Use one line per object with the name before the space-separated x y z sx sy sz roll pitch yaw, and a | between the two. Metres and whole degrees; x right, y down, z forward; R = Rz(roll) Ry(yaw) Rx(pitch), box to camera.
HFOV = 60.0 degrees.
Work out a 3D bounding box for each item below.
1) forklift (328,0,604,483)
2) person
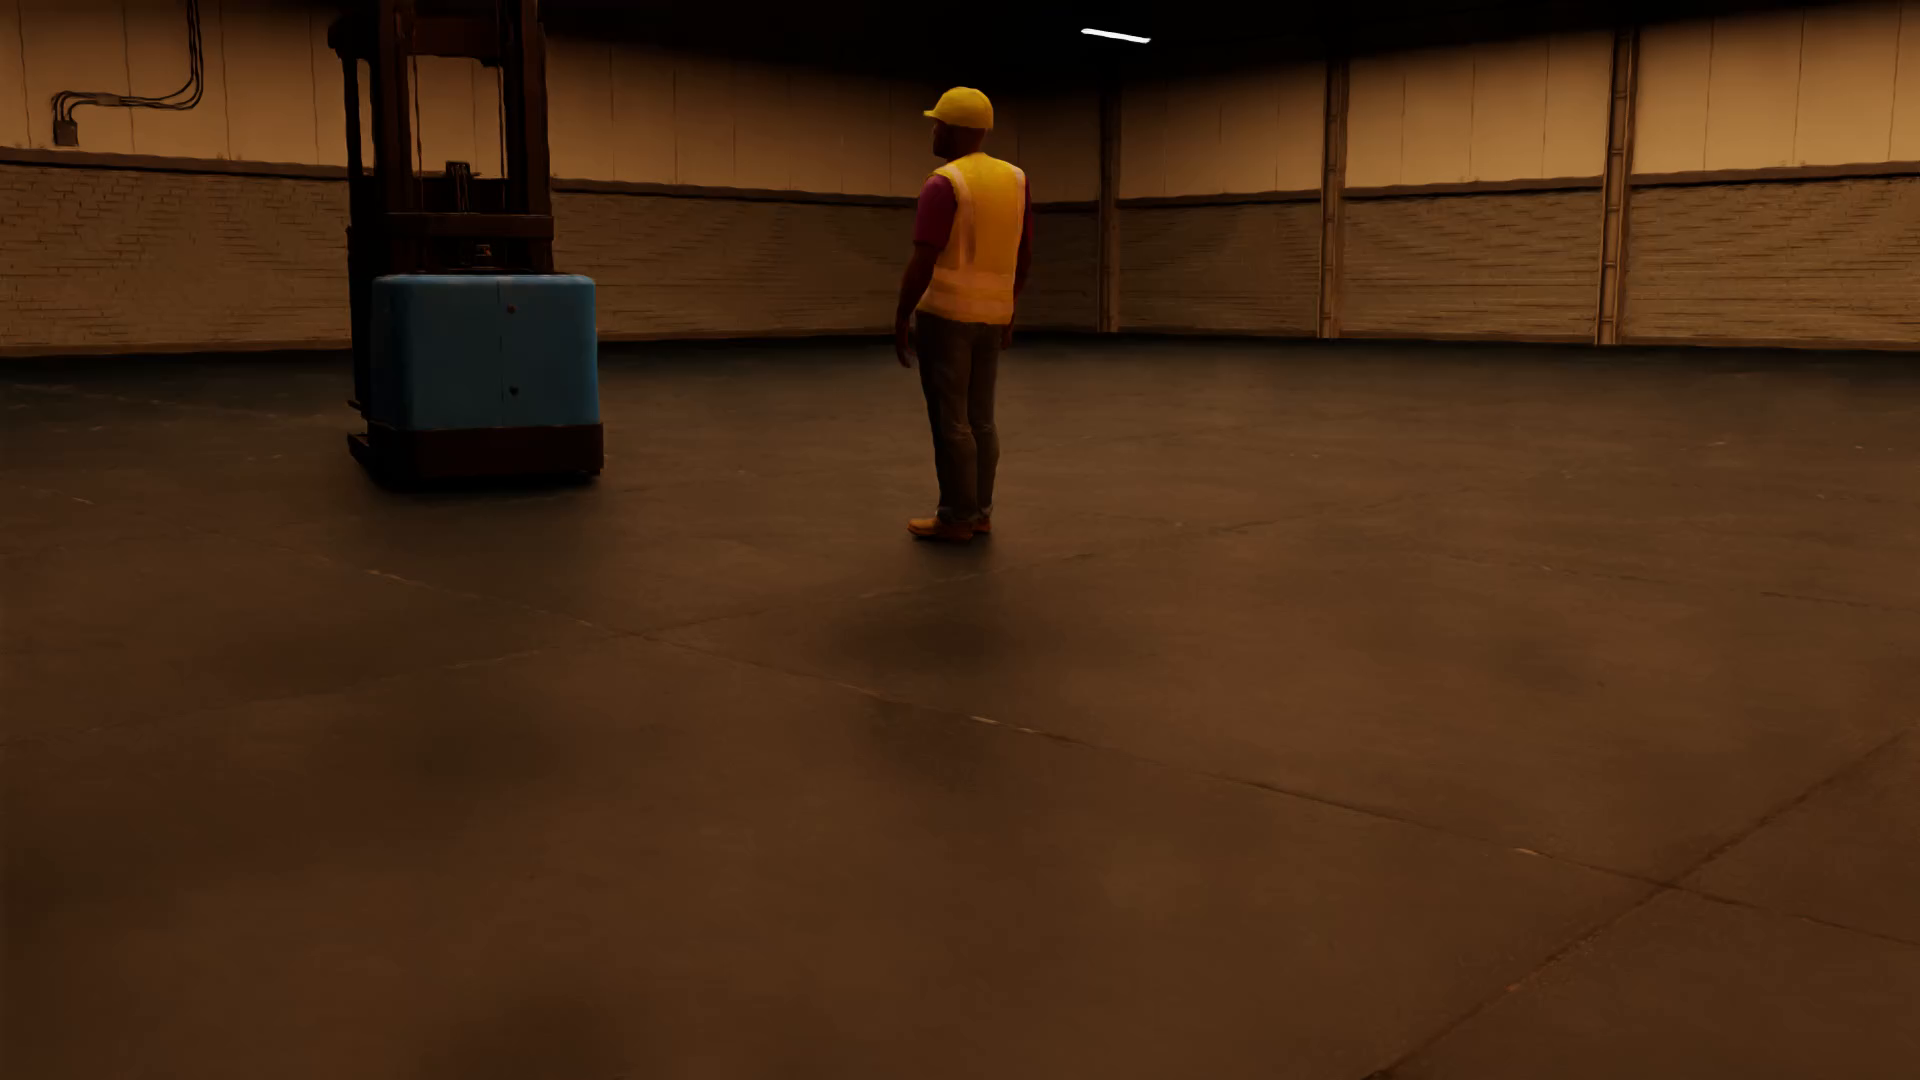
forklift | -2.973 -1.916 9.598 1.130 2.935 3.031 -4 10 -26
person | -0.047 -0.888 6.637 0.575 1.766 0.665 8 12 43
